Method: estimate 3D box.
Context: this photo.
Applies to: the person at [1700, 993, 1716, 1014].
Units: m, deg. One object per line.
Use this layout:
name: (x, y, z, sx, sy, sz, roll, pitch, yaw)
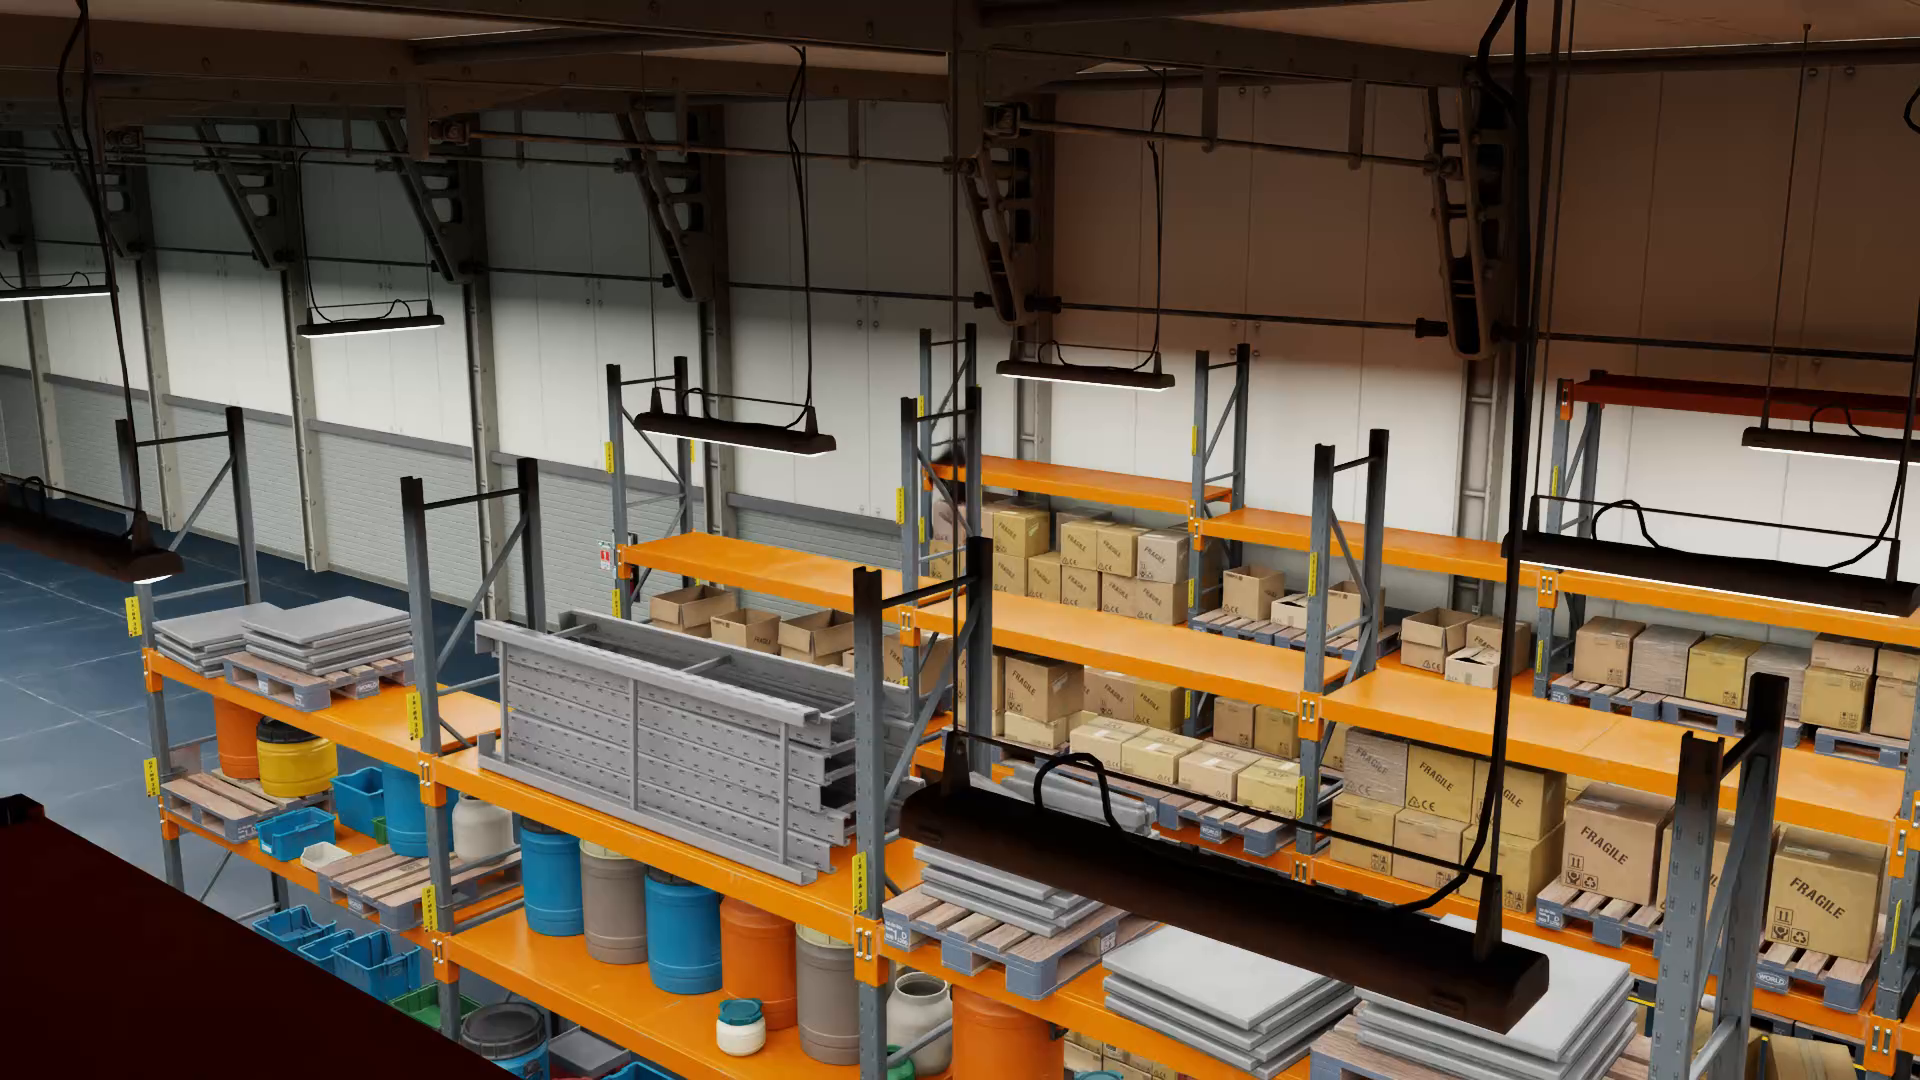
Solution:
person: (5.927, 4.365, 13.030, 0.676, 1.735, 0.677, 7, 14, 27)
